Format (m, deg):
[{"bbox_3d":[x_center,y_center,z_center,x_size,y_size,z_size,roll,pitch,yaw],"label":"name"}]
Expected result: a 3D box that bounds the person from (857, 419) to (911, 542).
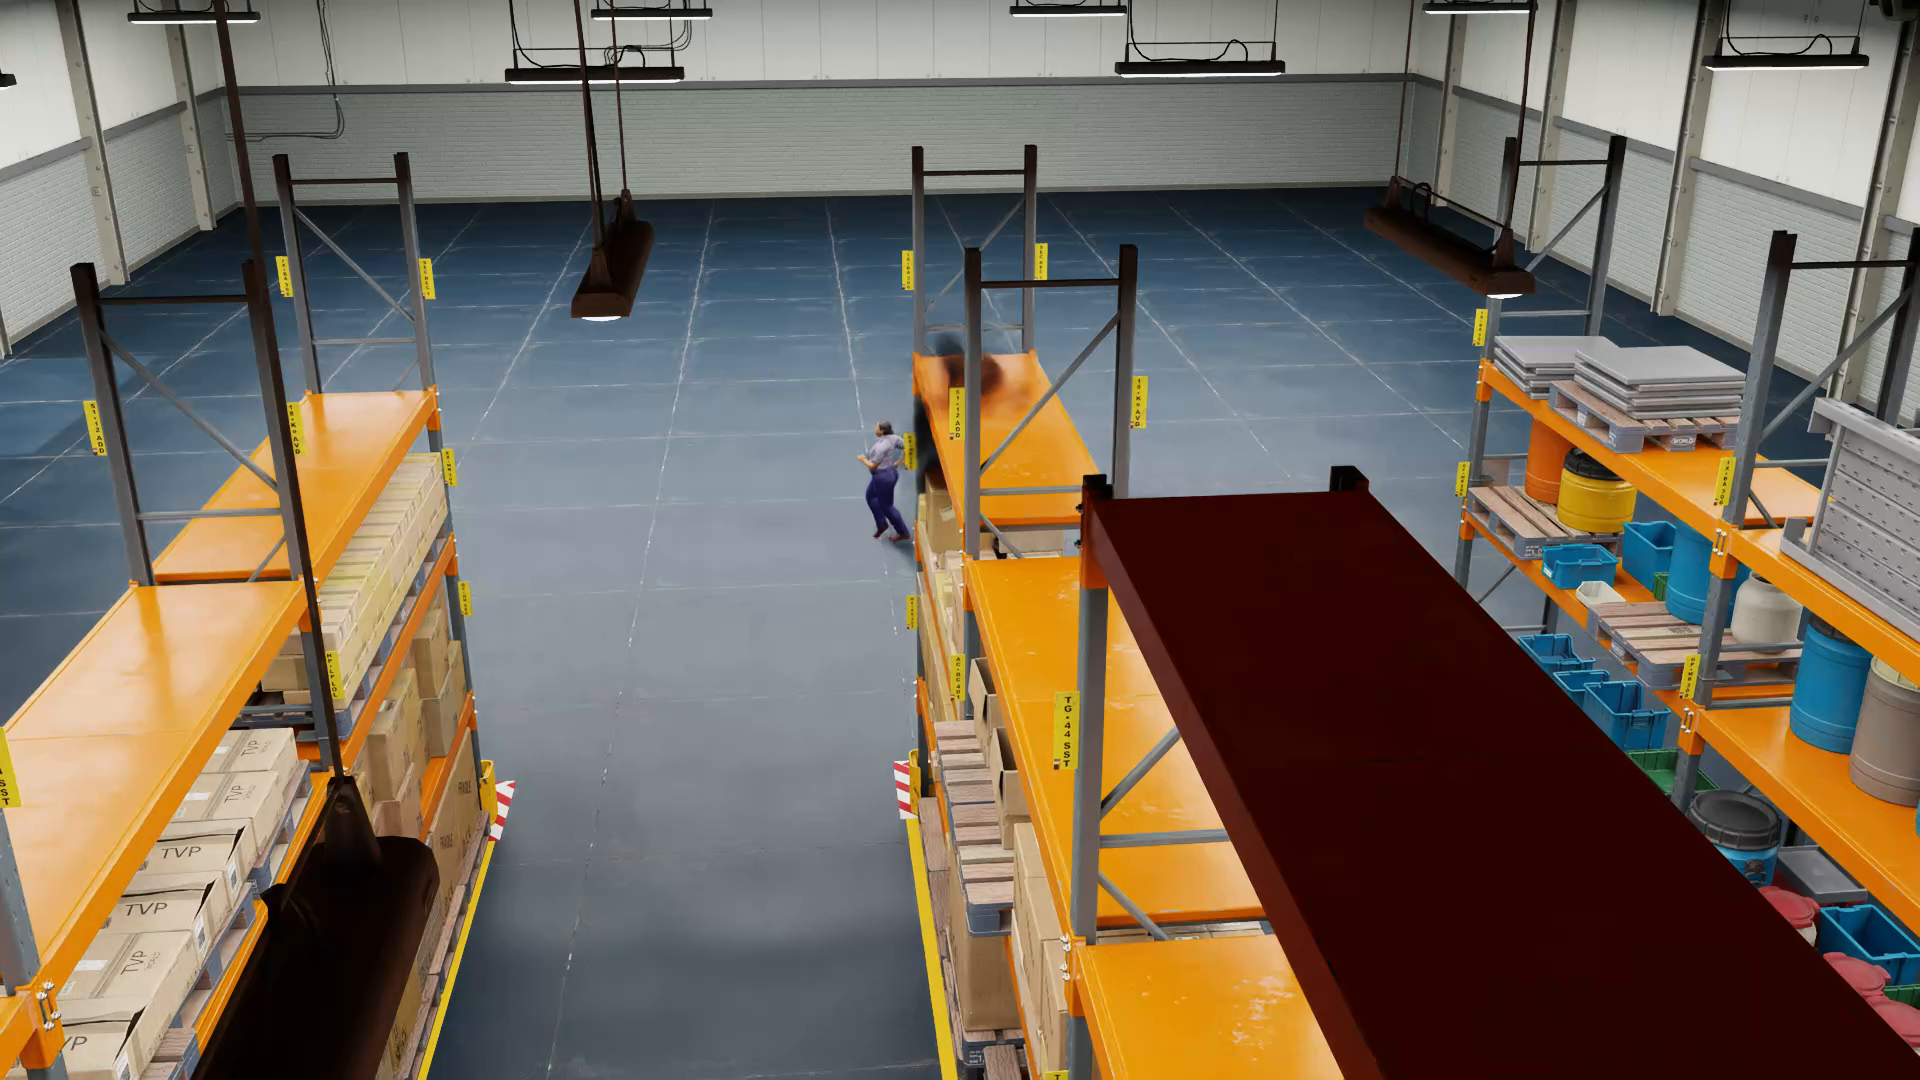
[{"bbox_3d":[-0.975,-0.747,21.329,0.706,1.697,0.576,5,22,13],"label":"person"}]
